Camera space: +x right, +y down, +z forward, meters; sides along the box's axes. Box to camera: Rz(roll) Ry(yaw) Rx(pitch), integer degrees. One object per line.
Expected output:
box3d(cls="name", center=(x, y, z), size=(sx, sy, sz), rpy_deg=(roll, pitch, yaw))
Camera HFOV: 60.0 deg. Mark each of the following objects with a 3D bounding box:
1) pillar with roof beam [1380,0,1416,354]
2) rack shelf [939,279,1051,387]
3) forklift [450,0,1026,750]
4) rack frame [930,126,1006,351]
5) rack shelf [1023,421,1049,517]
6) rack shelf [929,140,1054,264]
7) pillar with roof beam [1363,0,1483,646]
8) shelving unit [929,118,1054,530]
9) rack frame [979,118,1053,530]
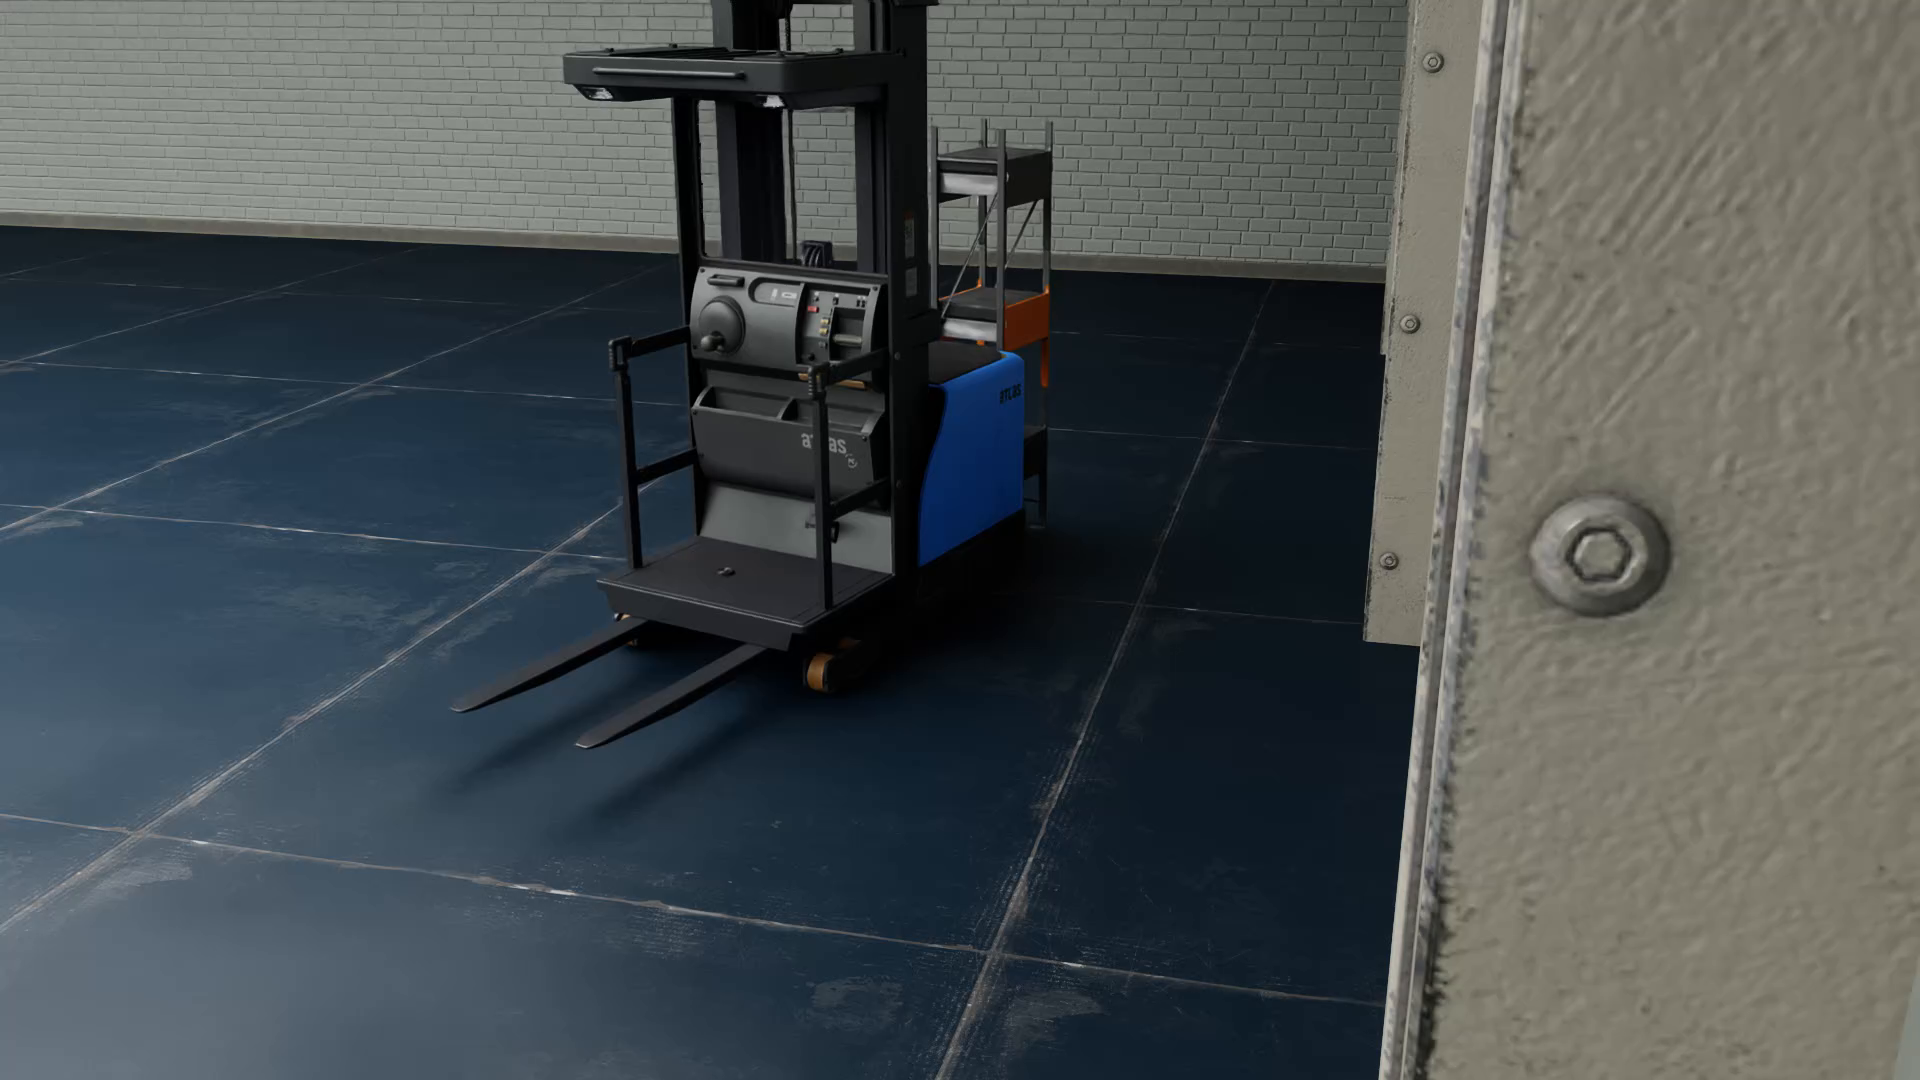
box3d(cls="pillar with roof beam", center=(-0.734, -6.084, 12.523), size=(9.100, 9.000, 0.400), rpy_deg=(5, 19, 13))
box3d(cls="rack shelf", center=(0.156, -0.998, 8.349), size=(0.431, 0.518, 0.480), rpy_deg=(10, 21, 28))
box3d(cls="forklift", center=(-0.843, -0.926, 6.810), size=(1.130, 2.935, 3.031), rpy_deg=(10, 21, 28))
box3d(cls="rack frame", center=(0.036, -0.943, 8.144), size=(0.400, 2.100, 0.015), rpy_deg=(10, 21, 28))
box3d(cls="rack shelf", center=(0.156, -0.336, 8.576), size=(0.431, 0.518, 0.480), rpy_deg=(10, 21, 28))
box3d(cls="rack shelf", center=(0.156, -1.661, 8.123), size=(0.431, 0.518, 0.480), rpy_deg=(10, 21, 28))
box3d(cls="pillar with roof beam", center=(-2.200, -4.203, 7.017), size=(9.100, 9.000, 0.400), rpy_deg=(5, 19, 13))
box3d(cls="shelving unit", center=(0.156, -1.011, 8.345), size=(0.431, 2.100, 0.503), rpy_deg=(10, 21, 28))
box3d(cls="rack frame", center=(0.277, -1.080, 8.546), size=(0.400, 2.100, 0.015), rpy_deg=(10, 21, 28))
